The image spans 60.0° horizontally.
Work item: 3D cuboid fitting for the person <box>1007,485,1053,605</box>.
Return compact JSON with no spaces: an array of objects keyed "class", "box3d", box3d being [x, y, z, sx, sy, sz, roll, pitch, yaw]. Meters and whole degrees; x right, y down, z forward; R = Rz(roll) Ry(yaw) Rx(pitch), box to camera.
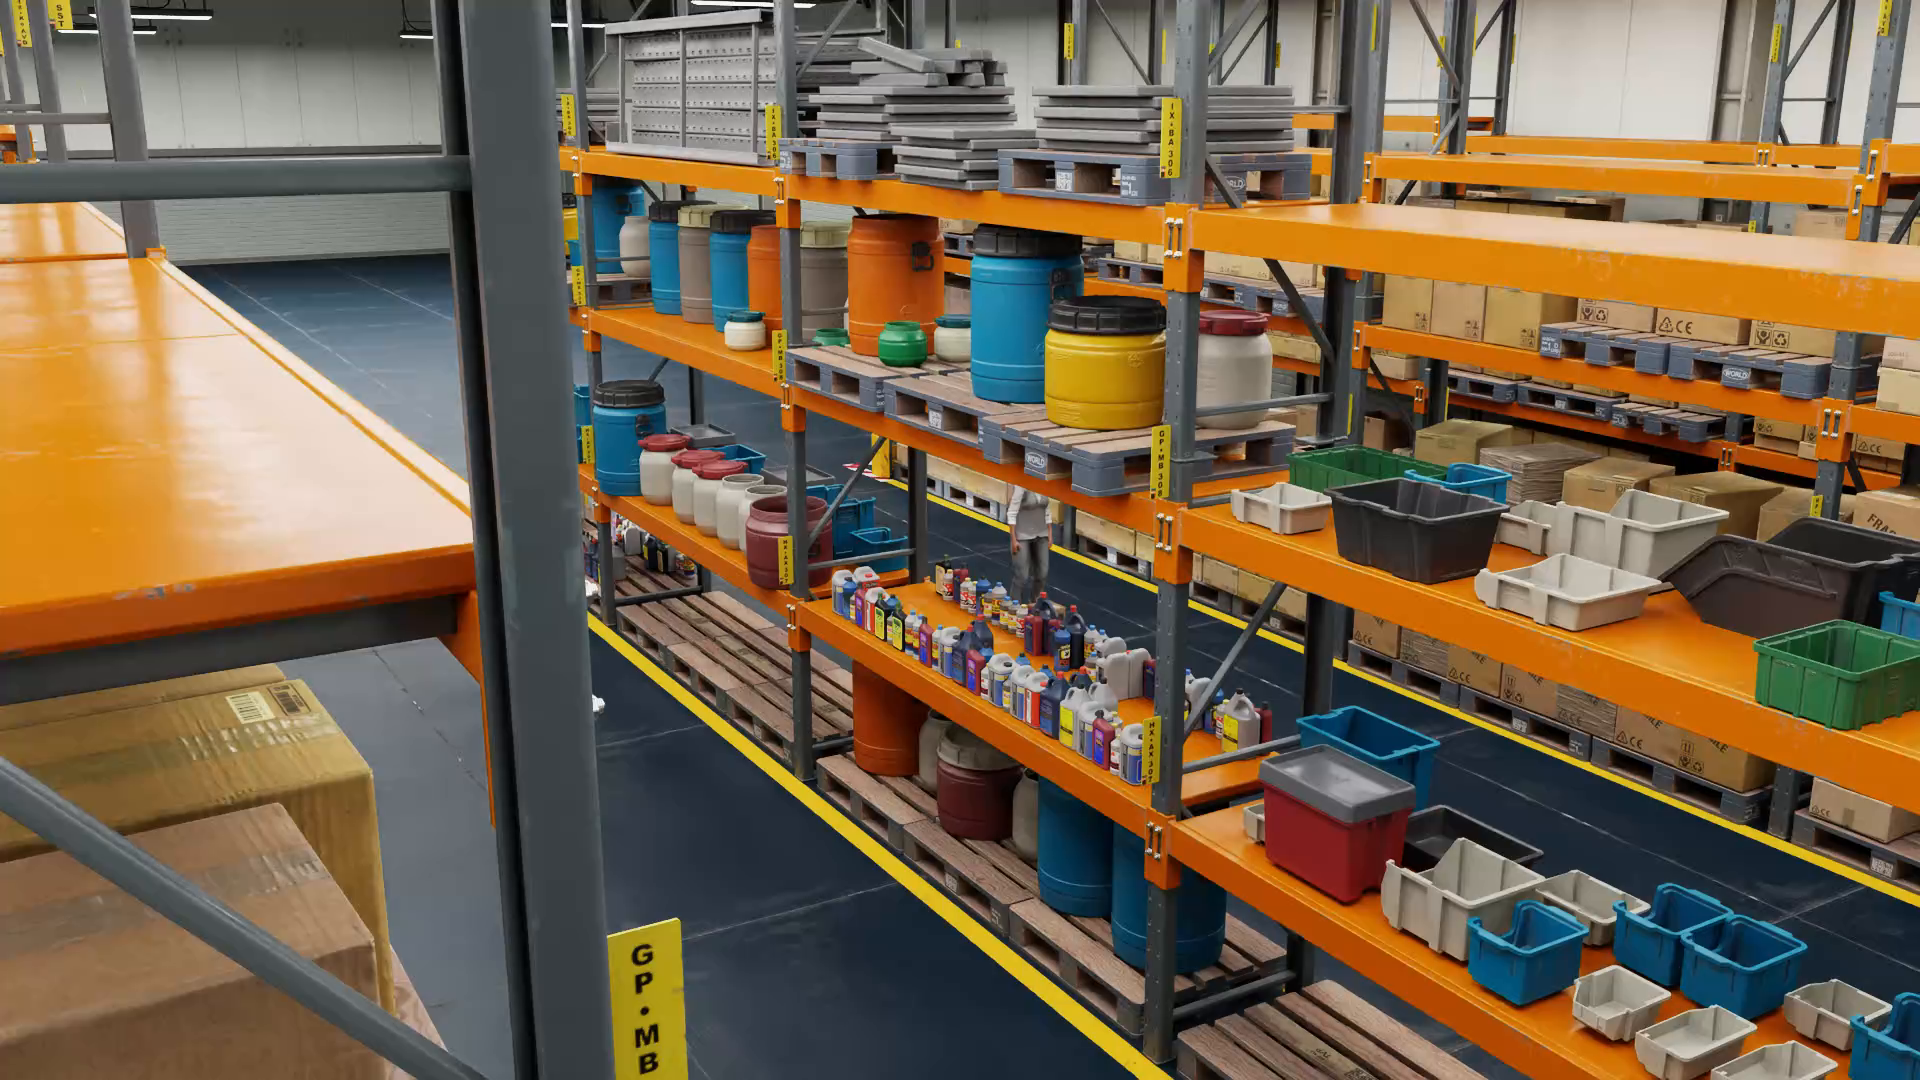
[{"class":"person","box3d":[0.618,-0.003,14.554,0.475,1.591,0.347,-10,18,-33]}]
